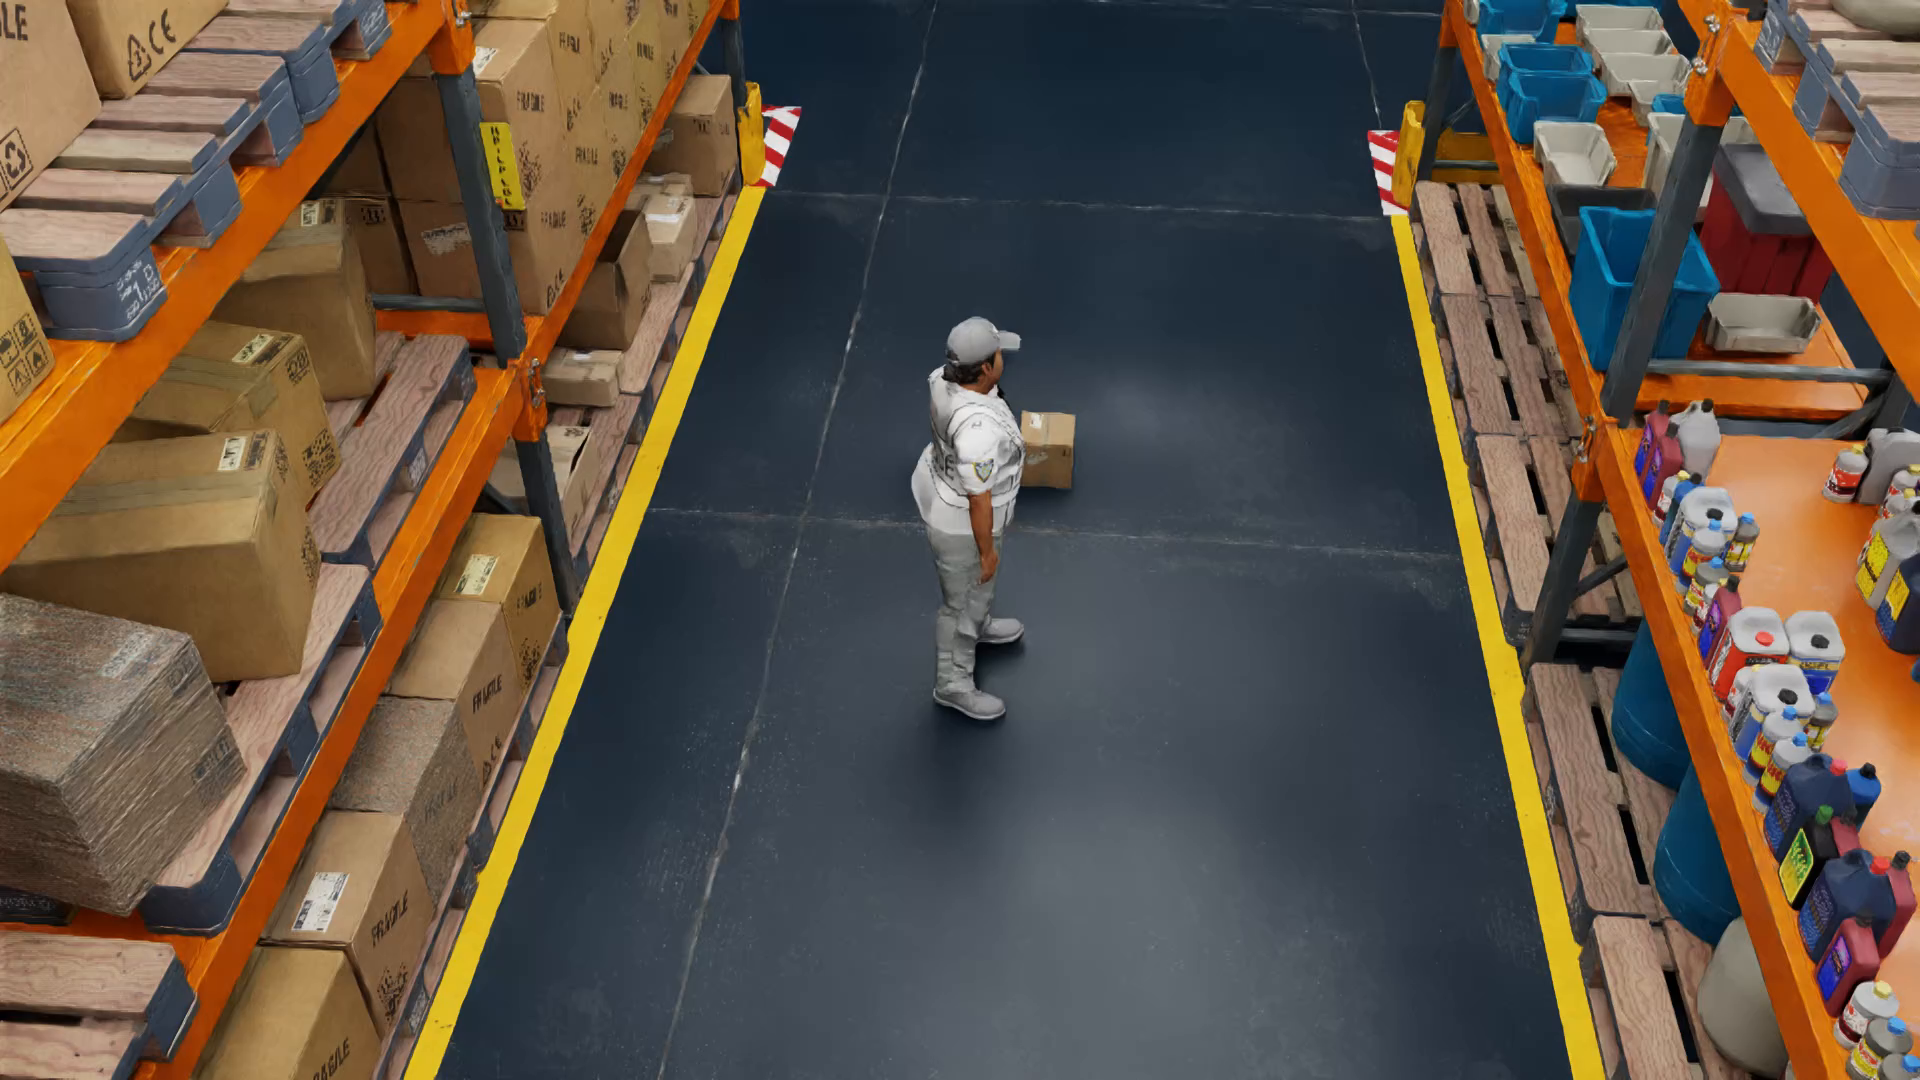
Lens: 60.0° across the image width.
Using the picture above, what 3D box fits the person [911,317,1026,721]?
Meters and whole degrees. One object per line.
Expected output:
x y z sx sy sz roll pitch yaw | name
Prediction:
0.070 -0.099 6.237 0.470 1.672 0.561 -8 41 -10 | person
